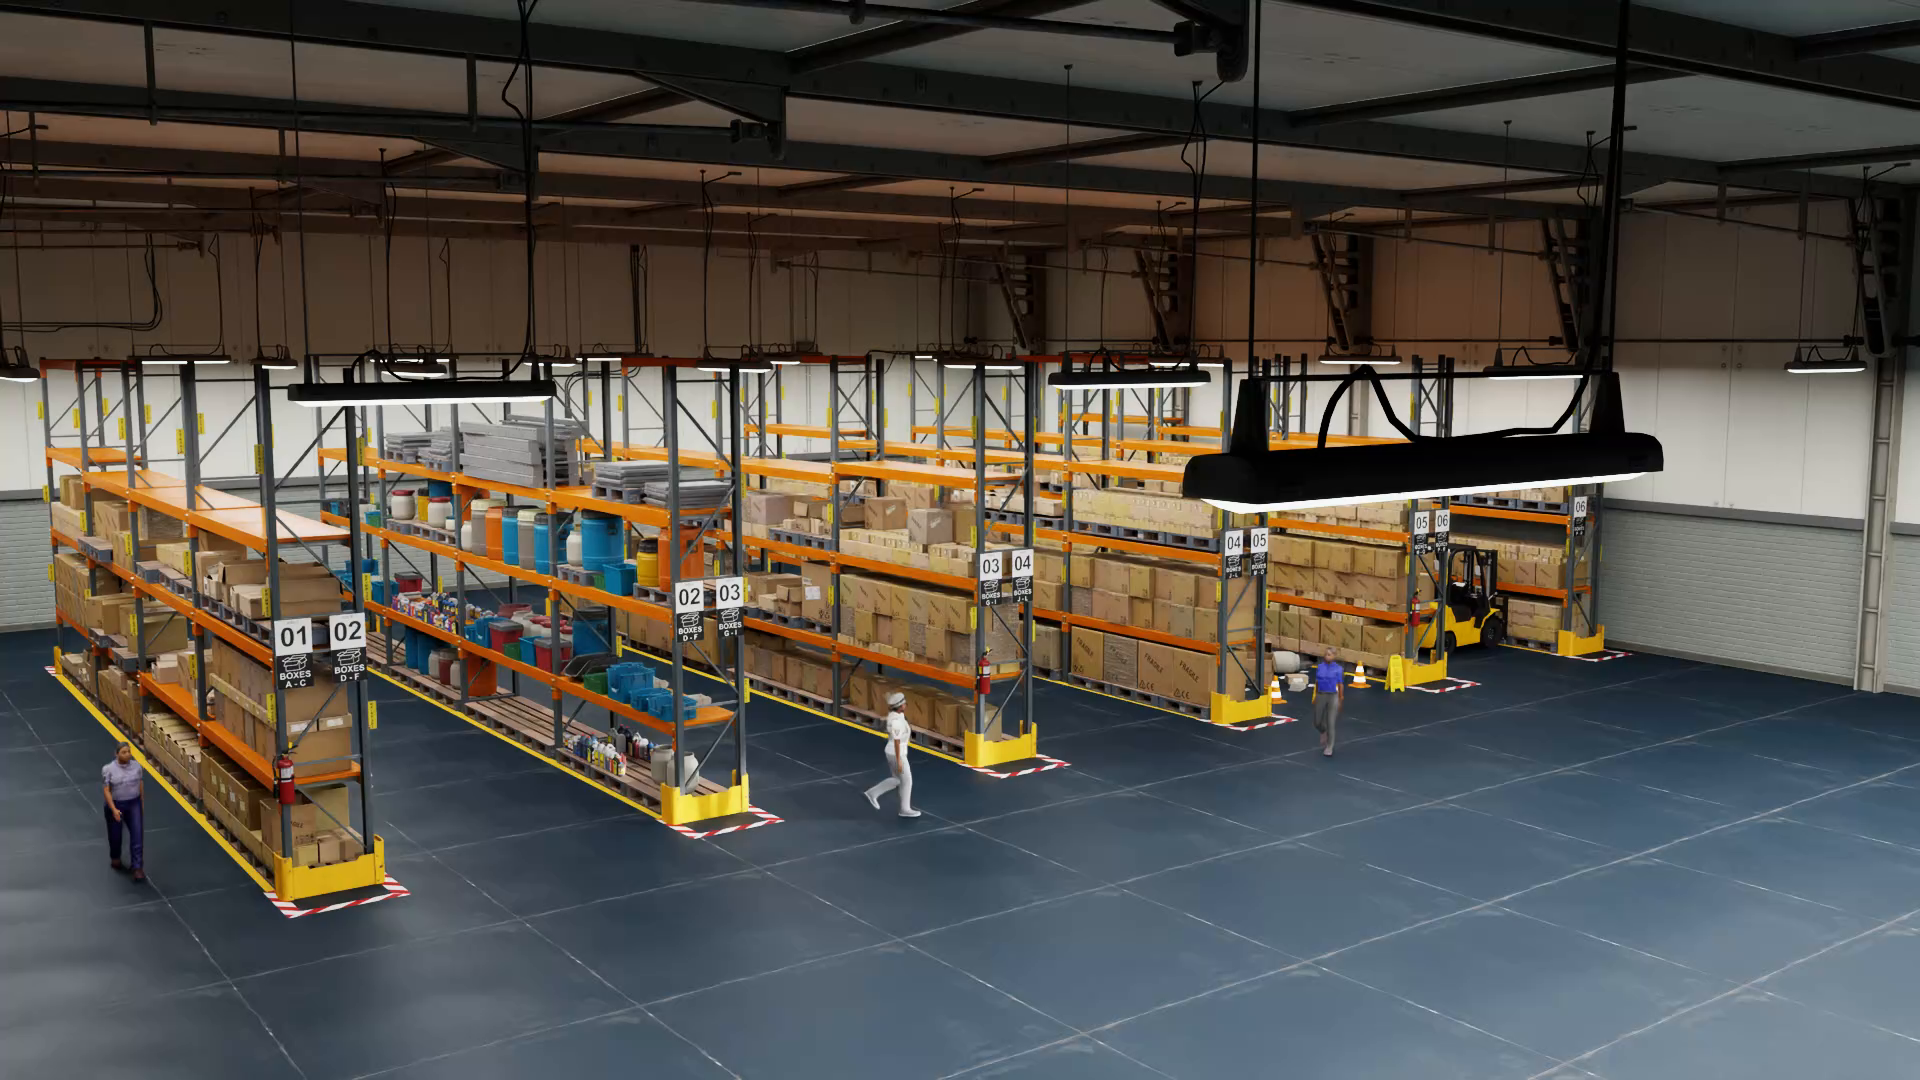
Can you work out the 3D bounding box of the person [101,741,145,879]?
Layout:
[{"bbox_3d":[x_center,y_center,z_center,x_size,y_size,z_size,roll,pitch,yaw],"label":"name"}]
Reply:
[{"bbox_3d":[-9.913,3.176,19.748,0.470,1.574,1.012,-5,8,-35],"label":"person"}]

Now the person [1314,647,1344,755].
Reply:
[{"bbox_3d":[5.675,2.440,25.569,0.451,1.625,0.730,3,7,22],"label":"person"}]

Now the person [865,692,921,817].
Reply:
[{"bbox_3d":[-0.900,2.841,22.090,0.755,1.664,0.462,0,7,0],"label":"person"}]

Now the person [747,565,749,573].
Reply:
[{"bbox_3d":[-4.475,1.299,34.645,0.638,1.726,1.125,-5,8,-34],"label":"person"}]
